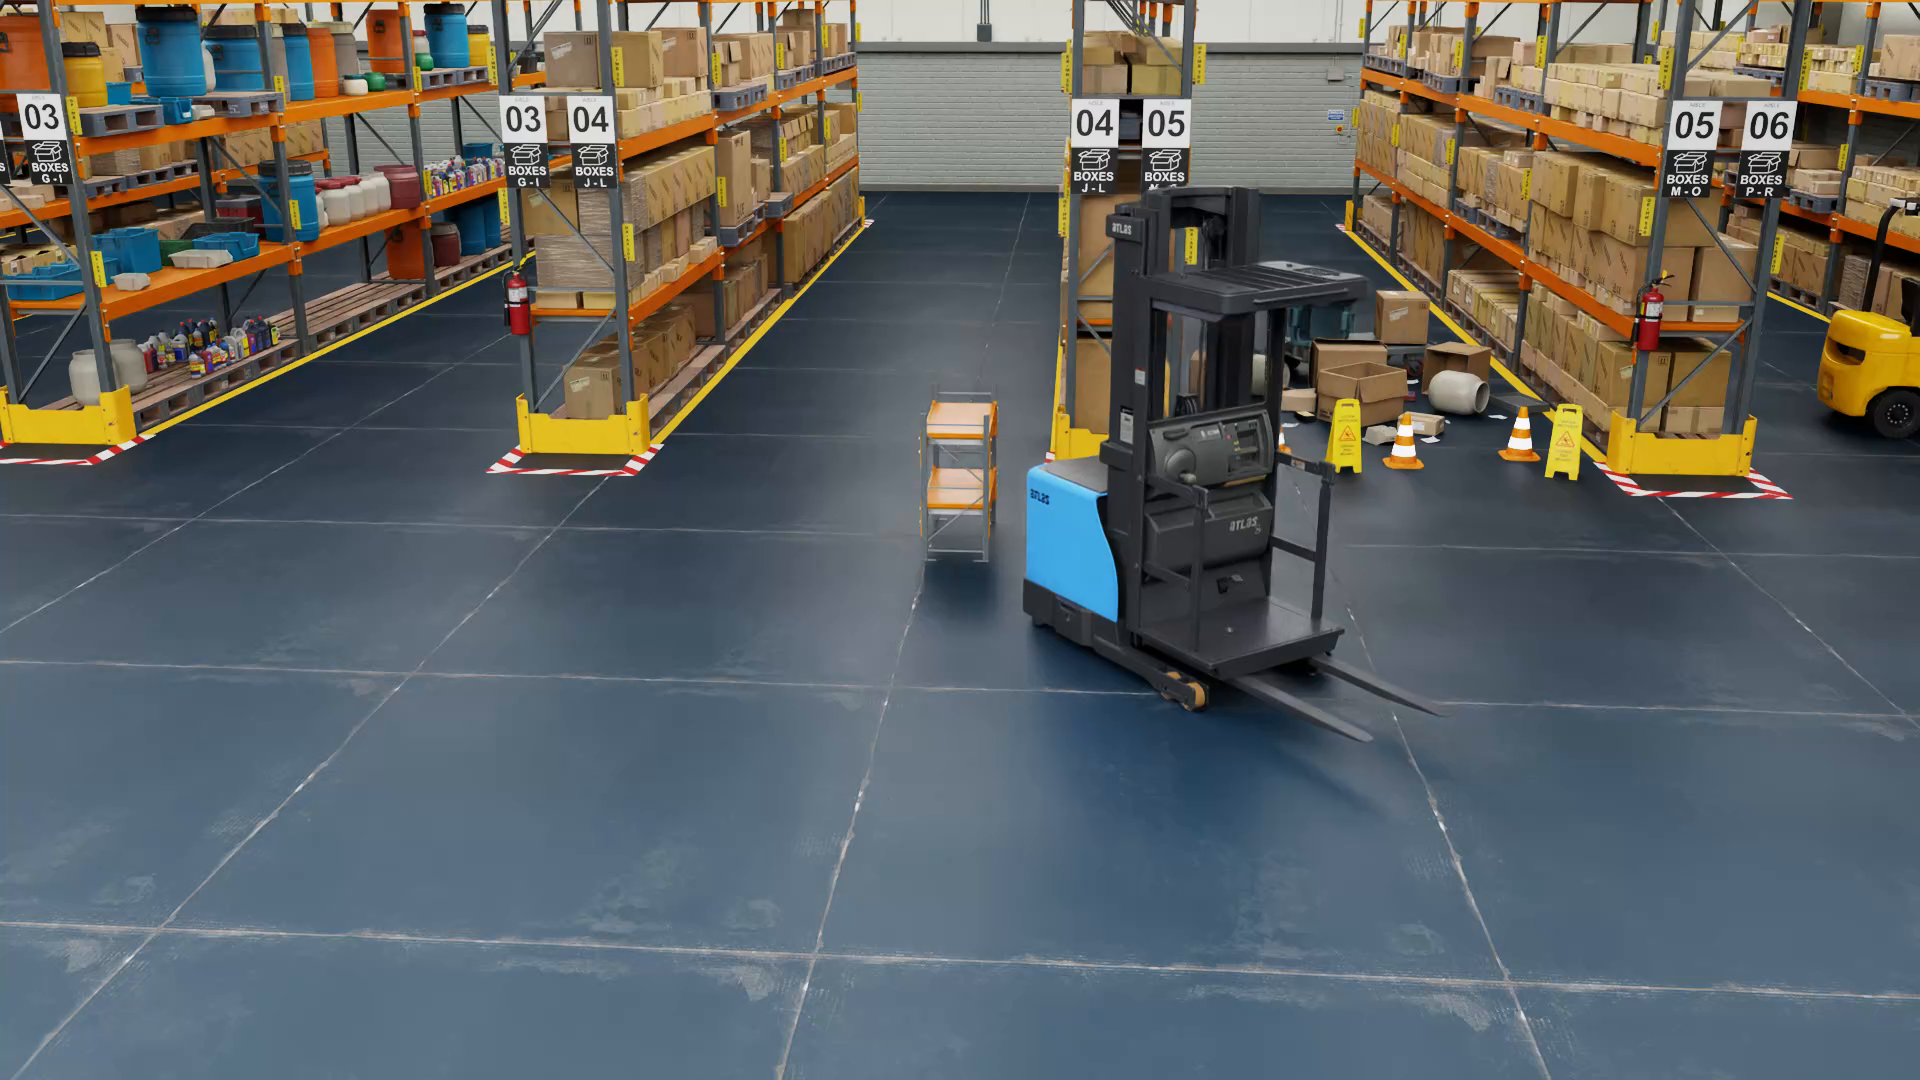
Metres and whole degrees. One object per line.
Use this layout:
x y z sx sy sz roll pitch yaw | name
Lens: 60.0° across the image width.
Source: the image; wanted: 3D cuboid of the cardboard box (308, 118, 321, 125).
-11.987 -7.820 30.206 0.500 0.500 0.500 1 18 3 | cardboard box

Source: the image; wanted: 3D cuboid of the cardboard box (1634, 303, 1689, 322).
6.202 -2.031 14.707 0.380 0.149 0.250 2 18 6 | cardboard box

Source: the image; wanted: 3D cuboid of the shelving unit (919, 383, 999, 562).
0.000 -0.537 12.754 0.538 1.125 1.048 1 18 4 | shelving unit

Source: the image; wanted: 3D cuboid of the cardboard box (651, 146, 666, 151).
-3.495 -4.023 18.139 0.500 0.500 0.500 1 18 4 | cardboard box

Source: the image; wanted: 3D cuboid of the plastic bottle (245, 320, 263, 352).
-7.922 -2.288 18.635 0.144 0.351 0.185 0 18 1 | plastic bottle

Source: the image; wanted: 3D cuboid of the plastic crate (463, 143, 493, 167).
-7.883 -6.262 27.145 0.392 0.384 0.575 1 18 4 | plastic crate

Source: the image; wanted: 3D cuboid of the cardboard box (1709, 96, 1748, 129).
6.690 -3.675 14.268 0.500 0.250 0.500 1 18 3 | cardboard box

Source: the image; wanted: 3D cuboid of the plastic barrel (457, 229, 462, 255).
-7.813 -4.544 25.293 0.421 0.512 0.421 0 18 0 | plastic barrel

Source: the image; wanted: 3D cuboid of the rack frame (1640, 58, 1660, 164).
12.486 -6.889 29.130 1.000 3.000 0.127 1 18 4 | rack frame

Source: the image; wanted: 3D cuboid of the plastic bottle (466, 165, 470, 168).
-7.480 -5.582 25.349 0.097 0.271 0.097 0 18 0 | plastic bottle

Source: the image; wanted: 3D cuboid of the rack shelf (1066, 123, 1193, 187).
1.587 -3.813 16.081 1.077 0.370 4.000 1 18 4 | rack shelf

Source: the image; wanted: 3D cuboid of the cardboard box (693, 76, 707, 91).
-2.945 -4.929 17.932 0.380 0.149 0.250 2 18 6 | cardboard box

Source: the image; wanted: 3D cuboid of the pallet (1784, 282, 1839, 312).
12.004 -3.310 22.687 1.003 0.211 1.213 1 18 4 | pallet

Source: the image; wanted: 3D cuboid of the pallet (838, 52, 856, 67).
-2.392 -8.373 28.983 1.003 0.211 1.213 1 18 4 | pallet

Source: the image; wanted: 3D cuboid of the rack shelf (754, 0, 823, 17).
-2.779 -7.675 23.693 1.077 0.370 4.000 1 18 4 | rack shelf

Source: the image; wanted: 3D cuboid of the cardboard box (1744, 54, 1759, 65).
11.728 -7.036 24.331 0.380 0.149 0.250 1 18 5 | cardboard box

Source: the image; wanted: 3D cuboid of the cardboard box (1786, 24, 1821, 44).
12.260 -7.359 24.171 0.396 0.266 0.258 1 18 4 | cardboard box

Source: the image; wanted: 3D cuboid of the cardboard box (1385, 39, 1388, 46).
7.593 -8.458 28.507 0.500 0.250 0.500 0 18 -1 | cardboard box

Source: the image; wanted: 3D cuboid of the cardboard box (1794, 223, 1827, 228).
12.373 -4.524 24.210 0.380 0.149 0.250 2 18 5 | cardboard box

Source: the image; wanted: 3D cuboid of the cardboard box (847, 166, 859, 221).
-2.315 -6.209 29.793 0.875 0.875 0.875 1 18 4 | cardboard box

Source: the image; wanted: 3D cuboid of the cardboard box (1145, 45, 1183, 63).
1.804 -4.215 14.440 0.380 0.149 0.250 1 18 4 | cardboard box

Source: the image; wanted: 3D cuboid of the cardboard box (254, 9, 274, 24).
-12.300 -8.919 28.742 0.700 0.500 0.500 1 18 4 | cardboard box

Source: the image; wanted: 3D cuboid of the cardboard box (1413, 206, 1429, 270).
7.227 -4.471 24.489 0.875 0.875 0.875 2 18 6 | cardboard box

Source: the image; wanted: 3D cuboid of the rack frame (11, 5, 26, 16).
-12.803 -7.808 22.301 1.000 3.000 0.127 1 18 4 | rack frame

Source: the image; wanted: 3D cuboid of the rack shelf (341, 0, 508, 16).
-7.720 -7.786 24.030 1.077 0.370 4.000 1 18 4 | rack shelf

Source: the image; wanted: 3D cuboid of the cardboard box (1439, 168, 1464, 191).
6.743 -4.836 22.304 0.500 0.250 0.500 1 18 4 | cardboard box

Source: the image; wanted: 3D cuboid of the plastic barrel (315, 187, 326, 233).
-7.862 -3.960 19.974 0.433 0.535 0.433 0 18 0 | plastic barrel

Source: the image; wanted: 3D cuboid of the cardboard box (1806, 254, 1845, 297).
11.729 -3.552 22.287 0.500 0.500 0.500 2 18 6 | cardboard box

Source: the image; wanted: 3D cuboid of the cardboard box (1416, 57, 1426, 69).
6.809 -6.885 24.002 0.380 0.166 0.250 0 18 0 | cardboard box

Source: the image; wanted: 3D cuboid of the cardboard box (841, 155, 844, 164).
-2.173 -6.427 28.123 0.380 0.149 0.250 1 18 2 | cardboard box

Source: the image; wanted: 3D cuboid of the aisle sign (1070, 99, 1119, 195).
1.139 -3.329 14.089 0.394 0.787 0.004 1 18 4 | aisle sign

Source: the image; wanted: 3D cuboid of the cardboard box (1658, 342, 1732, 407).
6.723 -1.530 15.313 0.500 0.500 0.500 1 18 2 | cardboard box

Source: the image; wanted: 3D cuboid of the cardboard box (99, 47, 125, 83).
-12.732 -6.887 24.145 0.910 0.500 0.500 1 18 4 | cardboard box

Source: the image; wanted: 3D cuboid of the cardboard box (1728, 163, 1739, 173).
11.942 -5.749 24.814 0.700 0.500 0.500 2 18 5 | cardboard box

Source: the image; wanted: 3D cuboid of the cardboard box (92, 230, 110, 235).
-12.454 -4.276 24.465 0.500 0.500 0.500 1 18 2 | cardboard box

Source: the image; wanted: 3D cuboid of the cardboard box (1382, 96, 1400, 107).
7.111 -7.162 27.156 0.380 0.149 0.250 1 18 4 | cardboard box

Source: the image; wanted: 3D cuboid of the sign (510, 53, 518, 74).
-7.028 -7.505 26.178 0.100 0.325 0.005 1 18 4 | sign

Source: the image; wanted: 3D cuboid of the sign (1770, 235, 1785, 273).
6.930 -2.429 14.128 0.100 0.325 0.005 1 18 4 | sign

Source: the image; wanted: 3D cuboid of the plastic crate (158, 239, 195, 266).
-8.529 -3.087 17.869 0.450 0.188 0.662 1 18 4 | plastic crate

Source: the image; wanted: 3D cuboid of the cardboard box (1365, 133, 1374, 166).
7.152 -6.588 28.051 0.500 0.500 0.500 1 18 4 | cardboard box

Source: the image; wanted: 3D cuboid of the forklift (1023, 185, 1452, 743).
1.644 -0.551 9.898 1.130 2.935 3.031 -11 21 -31 | forklift

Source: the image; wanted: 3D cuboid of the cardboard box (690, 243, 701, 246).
-3.037 -3.146 18.112 0.380 0.149 0.250 1 18 4 | cardboard box

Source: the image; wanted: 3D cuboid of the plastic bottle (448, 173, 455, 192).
-7.415 -5.204 24.194 0.097 0.271 0.097 0 18 0 | plastic bottle

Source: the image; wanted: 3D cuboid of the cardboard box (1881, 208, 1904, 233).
11.566 -3.885 20.202 0.500 0.250 0.500 1 18 2 | cardboard box

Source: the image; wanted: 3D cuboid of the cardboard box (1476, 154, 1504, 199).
6.637 -4.441 20.346 0.500 0.500 0.500 2 18 5 | cardboard box

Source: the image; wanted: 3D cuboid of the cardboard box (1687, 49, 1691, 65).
12.117 -7.936 27.271 0.500 0.250 0.500 1 18 2 | cardboard box

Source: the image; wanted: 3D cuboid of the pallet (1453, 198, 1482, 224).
7.017 -4.199 21.229 1.213 0.211 1.003 1 18 4 | pallet

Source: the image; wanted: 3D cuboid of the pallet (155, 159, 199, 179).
-12.683 -5.863 26.307 1.003 0.211 1.213 1 18 4 | pallet

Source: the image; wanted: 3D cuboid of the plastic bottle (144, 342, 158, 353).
-8.687 -1.977 17.806 0.152 0.276 0.135 1 18 2 | plastic bottle

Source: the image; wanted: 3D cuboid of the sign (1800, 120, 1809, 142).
12.754 -6.186 25.124 0.100 0.325 0.005 1 18 4 | sign

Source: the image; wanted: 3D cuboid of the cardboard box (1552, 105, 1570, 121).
6.331 -4.406 17.140 0.380 0.149 0.250 1 18 4 | cardboard box

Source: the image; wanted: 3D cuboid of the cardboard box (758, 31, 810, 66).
-2.668 -7.470 25.250 0.700 0.500 0.500 2 18 5 | cardboard box

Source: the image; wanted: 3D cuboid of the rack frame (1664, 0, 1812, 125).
6.388 -4.880 13.365 1.000 3.000 0.127 1 18 4 | rack frame

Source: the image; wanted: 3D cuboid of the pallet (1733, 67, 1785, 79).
12.083 -6.782 24.287 1.213 0.211 1.003 1 18 4 | pallet
